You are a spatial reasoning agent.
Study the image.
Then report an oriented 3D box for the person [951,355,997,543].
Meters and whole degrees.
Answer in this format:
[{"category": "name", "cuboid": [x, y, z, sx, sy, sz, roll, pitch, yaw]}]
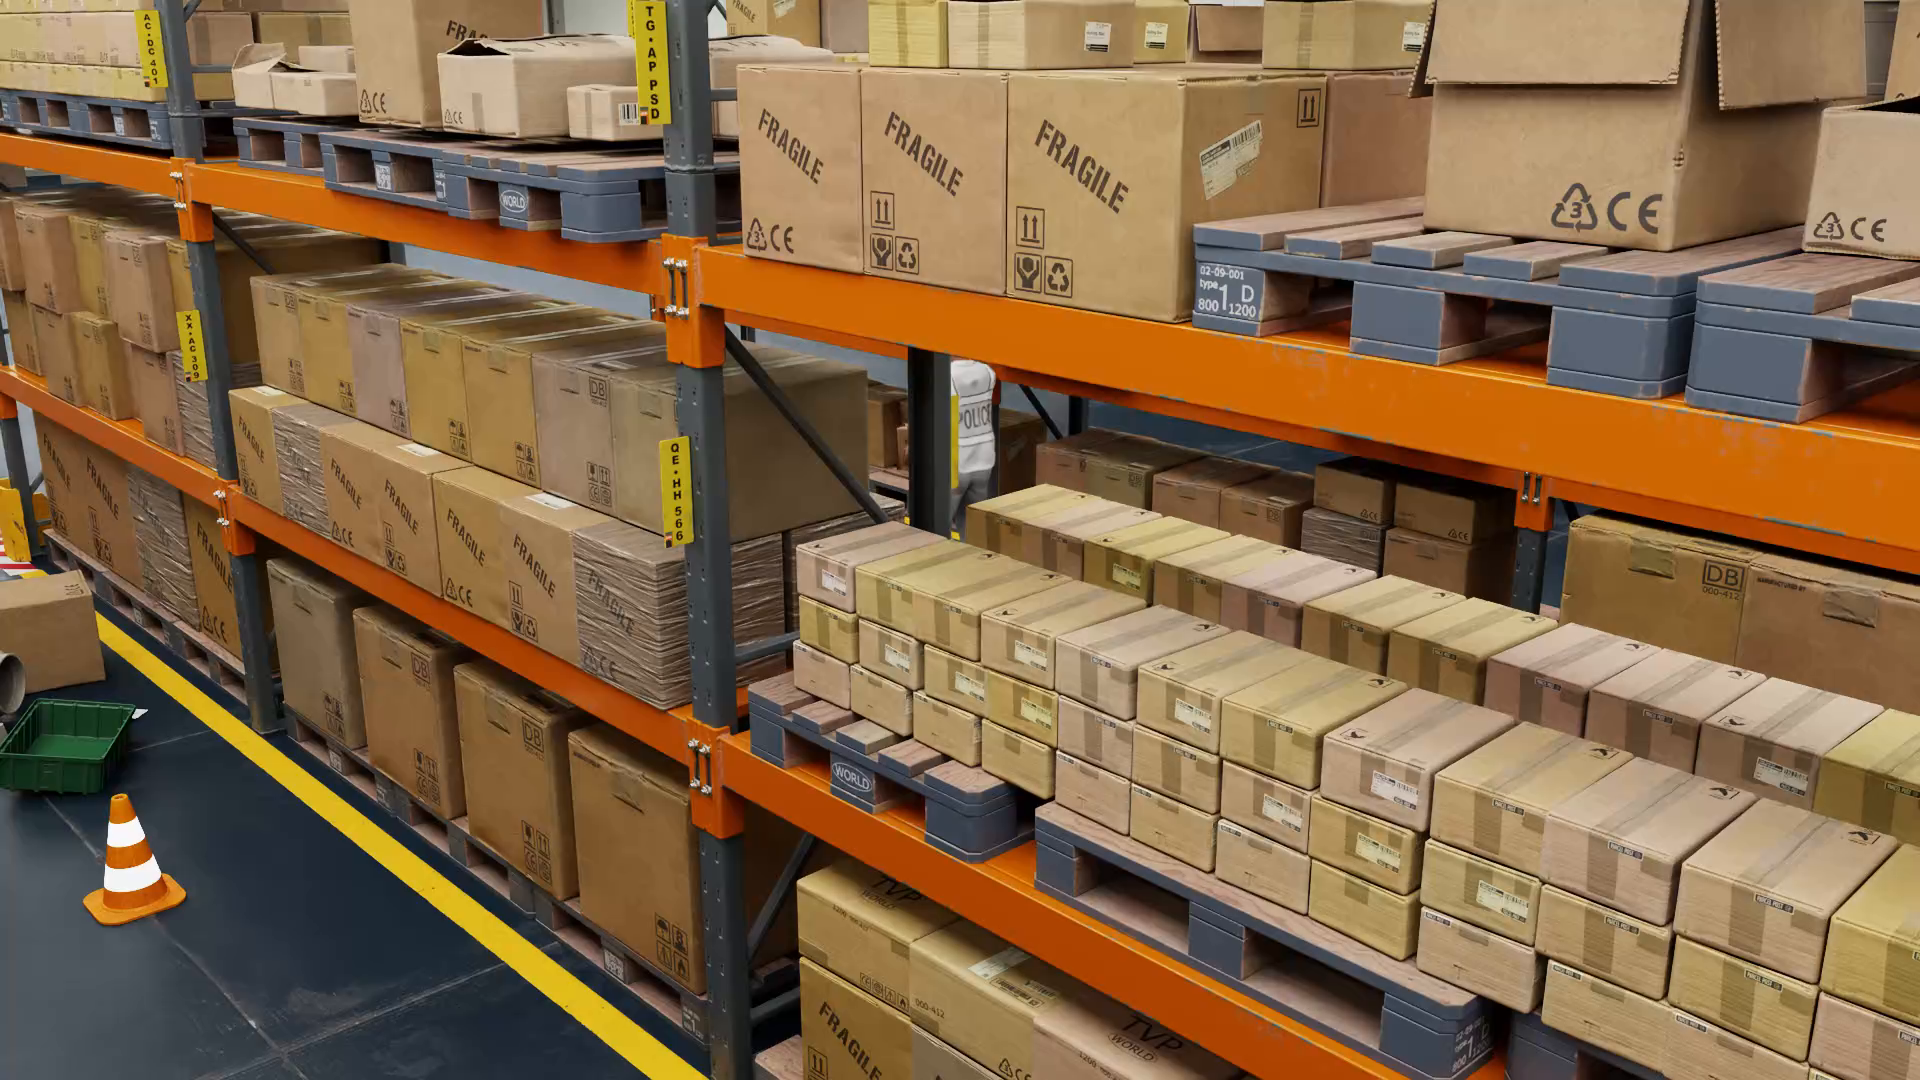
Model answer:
[{"category": "person", "cuboid": [-0.026, -0.449, 9.979, 0.566, 1.752, 0.441, -16, 24, -42]}]
